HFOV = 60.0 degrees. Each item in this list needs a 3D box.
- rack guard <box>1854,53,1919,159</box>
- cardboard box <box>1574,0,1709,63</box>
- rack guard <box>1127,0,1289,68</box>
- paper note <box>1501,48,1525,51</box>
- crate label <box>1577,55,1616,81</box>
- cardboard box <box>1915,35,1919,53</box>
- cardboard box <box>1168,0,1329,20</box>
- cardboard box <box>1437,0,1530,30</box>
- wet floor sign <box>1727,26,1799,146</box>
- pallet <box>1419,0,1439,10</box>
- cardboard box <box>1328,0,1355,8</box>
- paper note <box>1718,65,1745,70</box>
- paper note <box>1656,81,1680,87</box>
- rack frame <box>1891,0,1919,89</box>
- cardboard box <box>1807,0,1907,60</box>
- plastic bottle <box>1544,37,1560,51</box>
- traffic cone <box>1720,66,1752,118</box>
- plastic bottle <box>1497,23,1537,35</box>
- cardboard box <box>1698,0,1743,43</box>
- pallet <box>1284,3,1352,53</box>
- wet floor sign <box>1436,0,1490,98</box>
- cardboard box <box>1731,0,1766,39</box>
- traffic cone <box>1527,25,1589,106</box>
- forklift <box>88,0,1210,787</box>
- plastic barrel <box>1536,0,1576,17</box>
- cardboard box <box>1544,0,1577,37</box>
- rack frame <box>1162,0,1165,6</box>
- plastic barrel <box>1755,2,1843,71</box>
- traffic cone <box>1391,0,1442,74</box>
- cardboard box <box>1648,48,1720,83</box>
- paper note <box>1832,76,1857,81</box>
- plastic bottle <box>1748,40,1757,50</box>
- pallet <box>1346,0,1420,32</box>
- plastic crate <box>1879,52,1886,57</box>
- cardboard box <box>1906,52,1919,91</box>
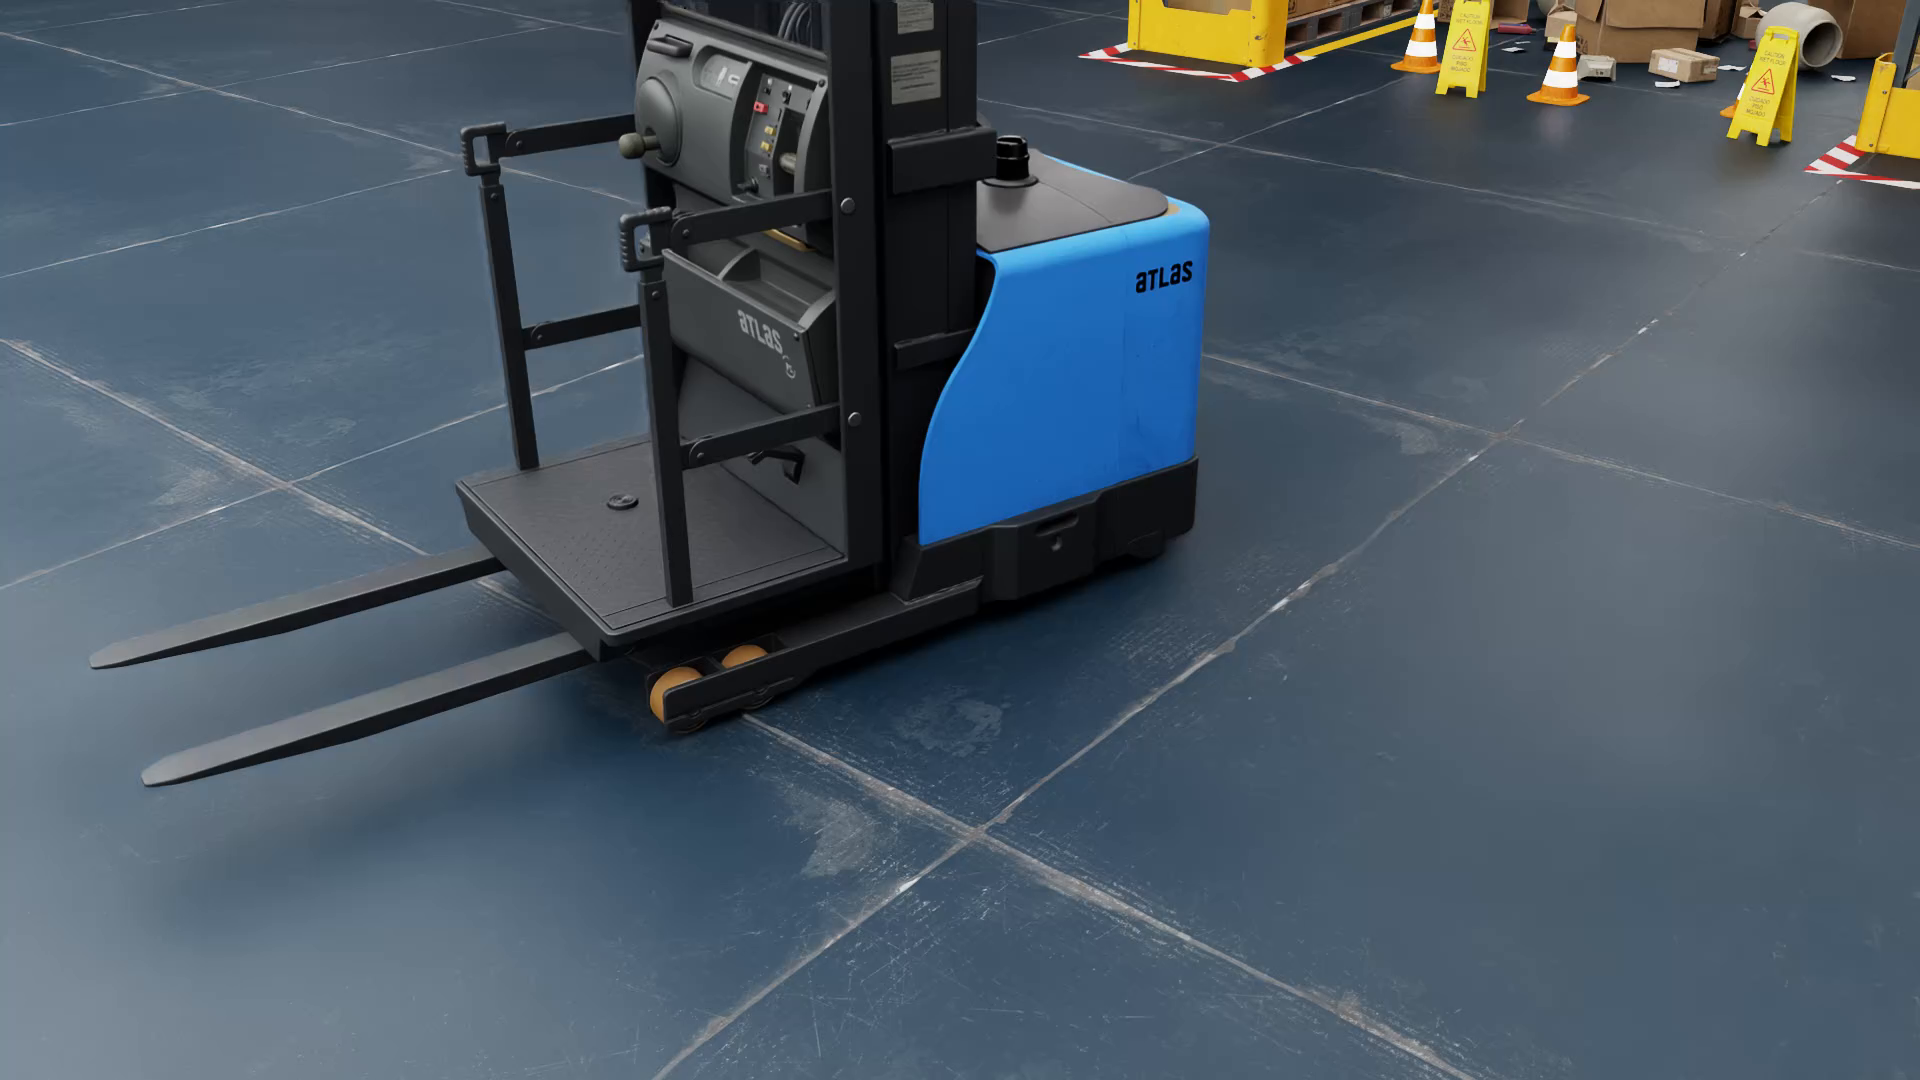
[{"bbox_3d":[5.716,-2.372,9.290,1.175,0.500,0.348,21,34,34],"label":"rack guard"},{"bbox_3d":[4.832,-3.709,11.872,0.797,0.503,0.637,0,27,0],"label":"cardboard box"},{"bbox_3d":[1.769,-3.747,11.949,1.175,0.500,0.348,21,34,34],"label":"rack guard"},{"bbox_3d":[4.065,-3.591,12.161,0.142,0.017,0.144,-15,31,-27],"label":"paper note"},{"bbox_3d":[4.326,-3.214,11.313,0.250,0.136,0.298,4,28,8],"label":"crate label"},{"bbox_3d":[5.976,-3.114,9.723,0.500,0.500,0.500,21,34,35],"label":"cardboard box"},{"bbox_3d":[2.165,-4.368,12.285,0.875,0.875,0.875,21,34,35],"label":"cardboard box"},{"bbox_3d":[4.133,-4.325,13.063,0.500,0.500,0.500,-21,34,-35],"label":"cardboard box"},{"bbox_3d":[4.722,-2.655,9.679,0.232,0.644,0.267,-15,31,-27],"label":"wet floor sign"},{"bbox_3d":[3.784,-4.799,14.296,1.003,0.211,1.213,21,34,34],"label":"pallet"},{"bbox_3d":[2.723,-4.681,12.889,0.875,0.875,0.875,20,34,34],"label":"cardboard box"},{"bbox_3d":[5.389,-3.305,11.619,0.142,0.019,0.148,-15,31,-27],"label":"paper note"},{"bbox_3d":[4.733,-3.053,11.118,0.148,0.019,0.142,9,29,17],"label":"paper note"},{"bbox_3d":[5.668,-3.455,8.664,1.000,3.000,0.127,21,34,34],"label":"rack frame"},{"bbox_3d":[6.481,-3.782,12.013,0.500,0.500,0.500,-5,28,-9],"label":"cardboard box"},{"bbox_3d":[4.387,-3.667,12.272,0.133,0.061,0.283,9,29,17],"label":"plastic bottle"},{"bbox_3d":[4.946,-2.858,10.270,0.336,0.463,0.334,21,34,34],"label":"traffic cone"},{"bbox_3d":[4.281,-3.925,12.770,0.283,0.061,0.133,9,29,17],"label":"plastic bottle"},{"bbox_3d":[5.420,-4.103,12.486,0.797,0.637,0.503,21,34,34],"label":"cardboard box"},{"bbox_3d":[2.232,-3.934,12.624,1.003,0.211,1.213,21,34,34],"label":"pallet"},{"bbox_3d":[3.294,-3.231,10.794,0.267,0.644,0.232,15,31,26],"label":"wet floor sign"},{"bbox_3d":[6.038,-3.997,12.688,0.258,0.266,0.396,0,27,0],"label":"cardboard box"},{"bbox_3d":[3.873,-3.061,10.664,0.336,0.463,0.334,21,34,34],"label":"traffic cone"},{"bbox_3d":[-0.768,-1.081,4.149,3.031,2.935,1.130,-18,32,-31],"label":"forklift"},{"bbox_3d":[4.791,-4.289,13.080,0.421,0.421,0.512,-5,28,-9],"label":"plastic barrel"},{"bbox_3d":[4.656,-3.922,12.542,0.258,0.266,0.396,-21,34,-35],"label":"cardboard box"},{"bbox_3d":[1.784,-4.866,11.391,1.000,3.000,0.127,21,34,34],"label":"rack frame"},{"bbox_3d":[5.814,-3.485,11.527,0.421,0.421,0.512,-5,28,-9],"label":"plastic barrel"},{"bbox_3d":[3.218,-3.512,11.536,0.336,0.463,0.334,21,34,34],"label":"traffic cone"},{"bbox_3d":[4.943,-3.244,11.358,0.250,0.149,0.380,-10,29,-18],"label":"cardboard box"},{"bbox_3d":[6.008,-3.145,11.297,0.142,0.019,0.148,9,29,17],"label":"paper note"},{"bbox_3d":[5.944,-3.659,12.256,0.283,0.061,0.133,-21,34,-35],"label":"plastic bottle"},{"bbox_3d":[3.009,-4.364,13.456,1.003,0.211,1.213,21,34,34],"label":"pallet"},{"bbox_3d":[6.581,-3.259,11.463,0.402,0.080,0.583,9,29,17],"label":"plastic crate"},{"bbox_3d":[5.990,-2.794,9.922,0.500,0.250,0.500,21,34,34],"label":"cardboard box"}]
